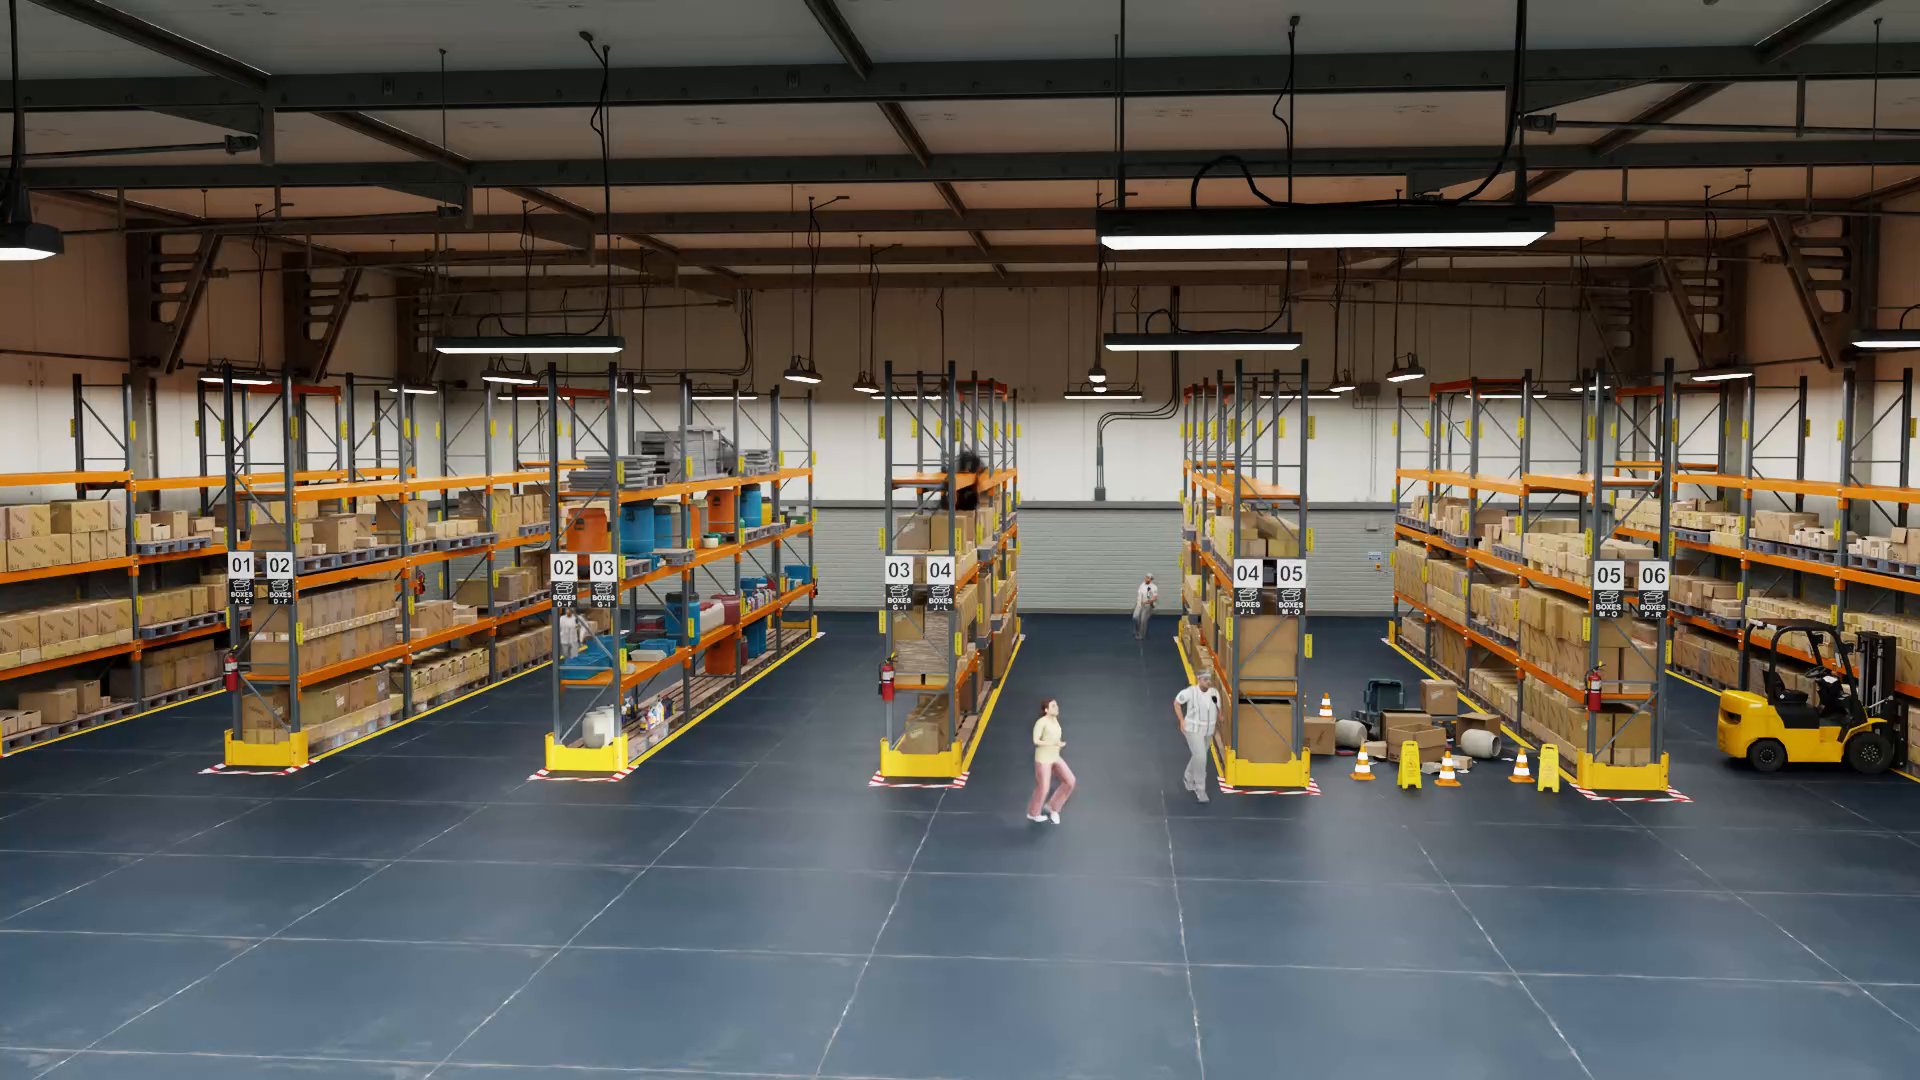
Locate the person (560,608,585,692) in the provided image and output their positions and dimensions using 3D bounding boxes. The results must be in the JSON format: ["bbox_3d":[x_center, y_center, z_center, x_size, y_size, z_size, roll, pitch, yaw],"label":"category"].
[{"bbox_3d":[-7.570,2.041,32.220,0.596,1.739,0.764,0,4,-5],"label":"person"}]

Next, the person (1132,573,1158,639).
[{"bbox_3d":[4.412,1.585,39.780,0.626,1.599,0.573,2,4,33],"label":"person"}]

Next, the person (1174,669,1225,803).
[{"bbox_3d":[3.287,2.639,22.722,0.595,1.815,0.877,-2,4,-28],"label":"person"}]

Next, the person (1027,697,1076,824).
[{"bbox_3d":[1.097,2.791,21.009,0.689,1.636,0.570,3,5,42],"label":"person"}]
